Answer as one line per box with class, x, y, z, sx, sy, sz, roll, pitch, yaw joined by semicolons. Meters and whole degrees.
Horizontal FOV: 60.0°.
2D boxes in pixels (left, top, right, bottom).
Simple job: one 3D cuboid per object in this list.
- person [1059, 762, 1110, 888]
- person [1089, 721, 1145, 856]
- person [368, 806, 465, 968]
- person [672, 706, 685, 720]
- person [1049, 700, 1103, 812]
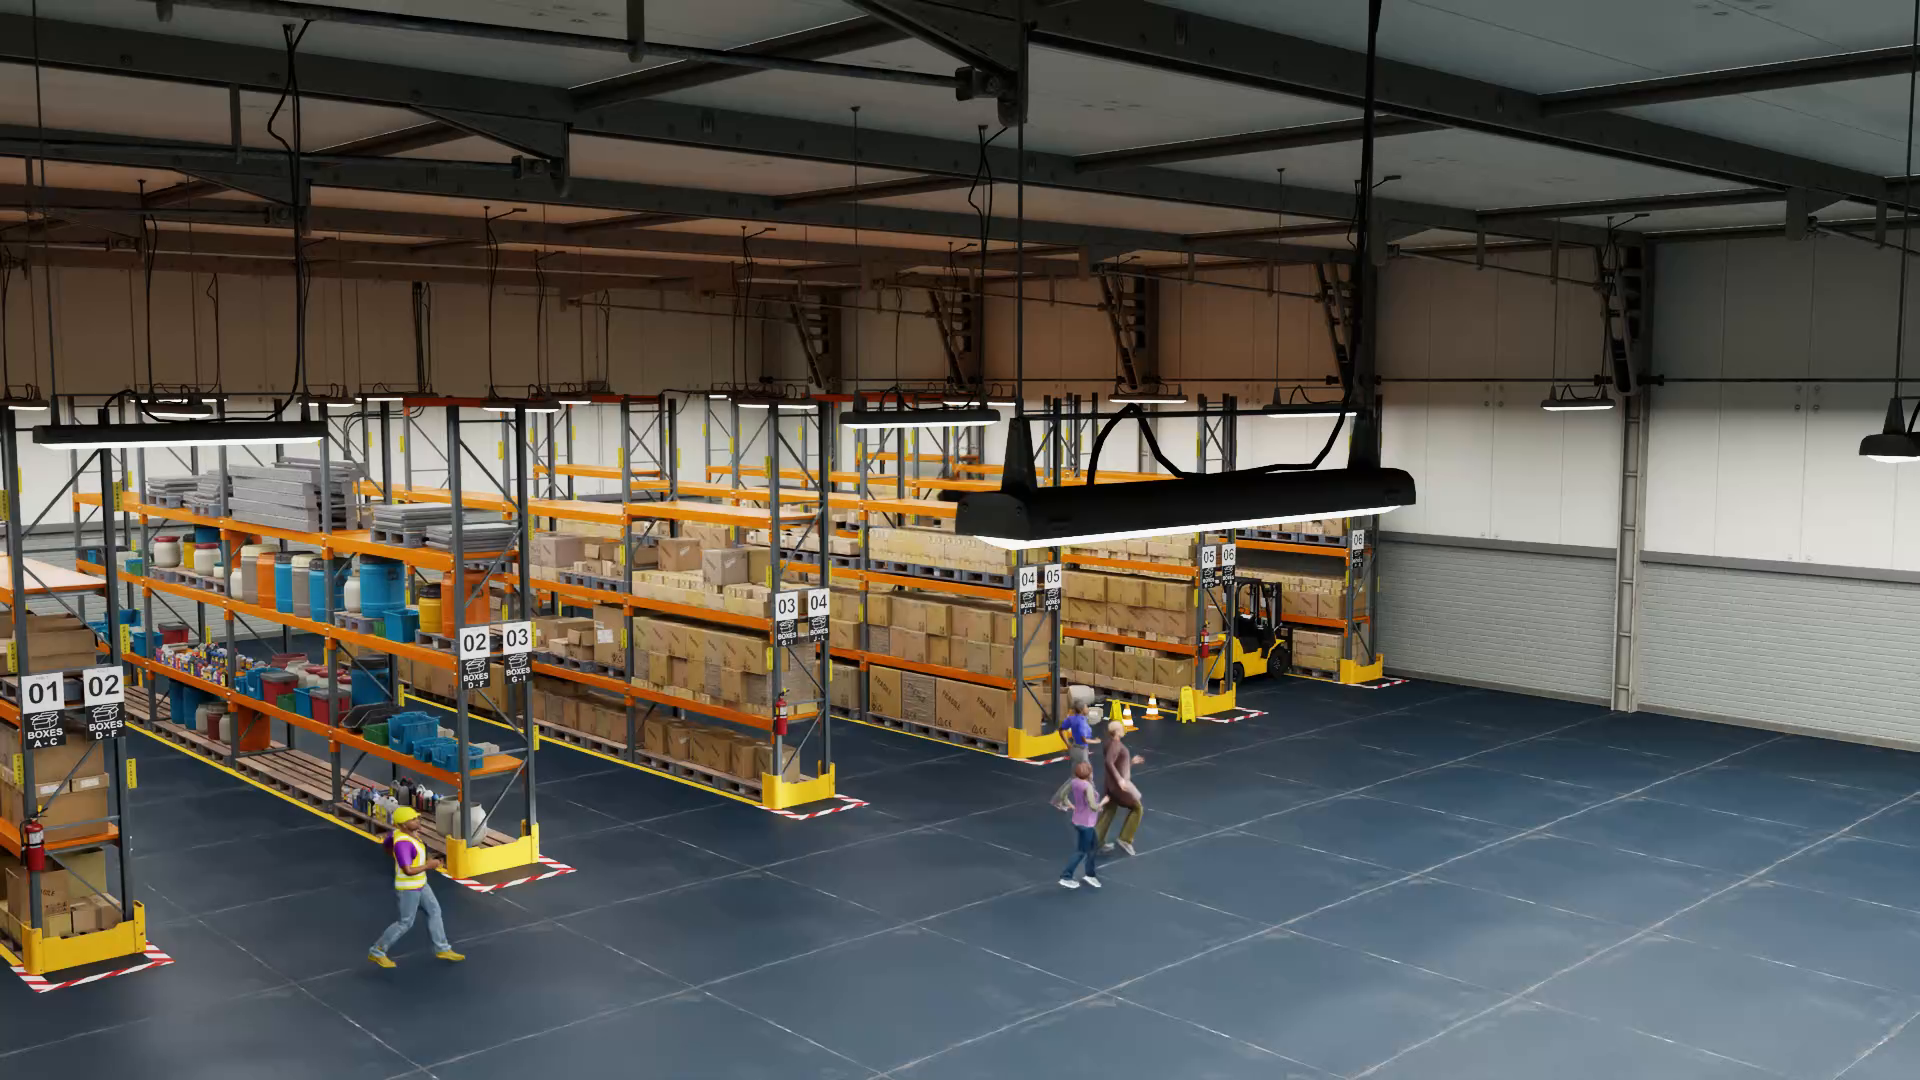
person;1.536;3.542;20.568;0.678;1.635;0.516;-2;6;-19
person;2.101;3.361;22.129;0.809;1.745;0.658;-2;6;-20
person;-5.859;3.715;17.857;0.979;1.759;0.706;-1;6;-12
person;-5.190;2.517;30.659;0.727;1.723;0.666;-5;8;-44
person;1.705;3.220;24.233;0.846;1.585;0.568;-1;6;-11
